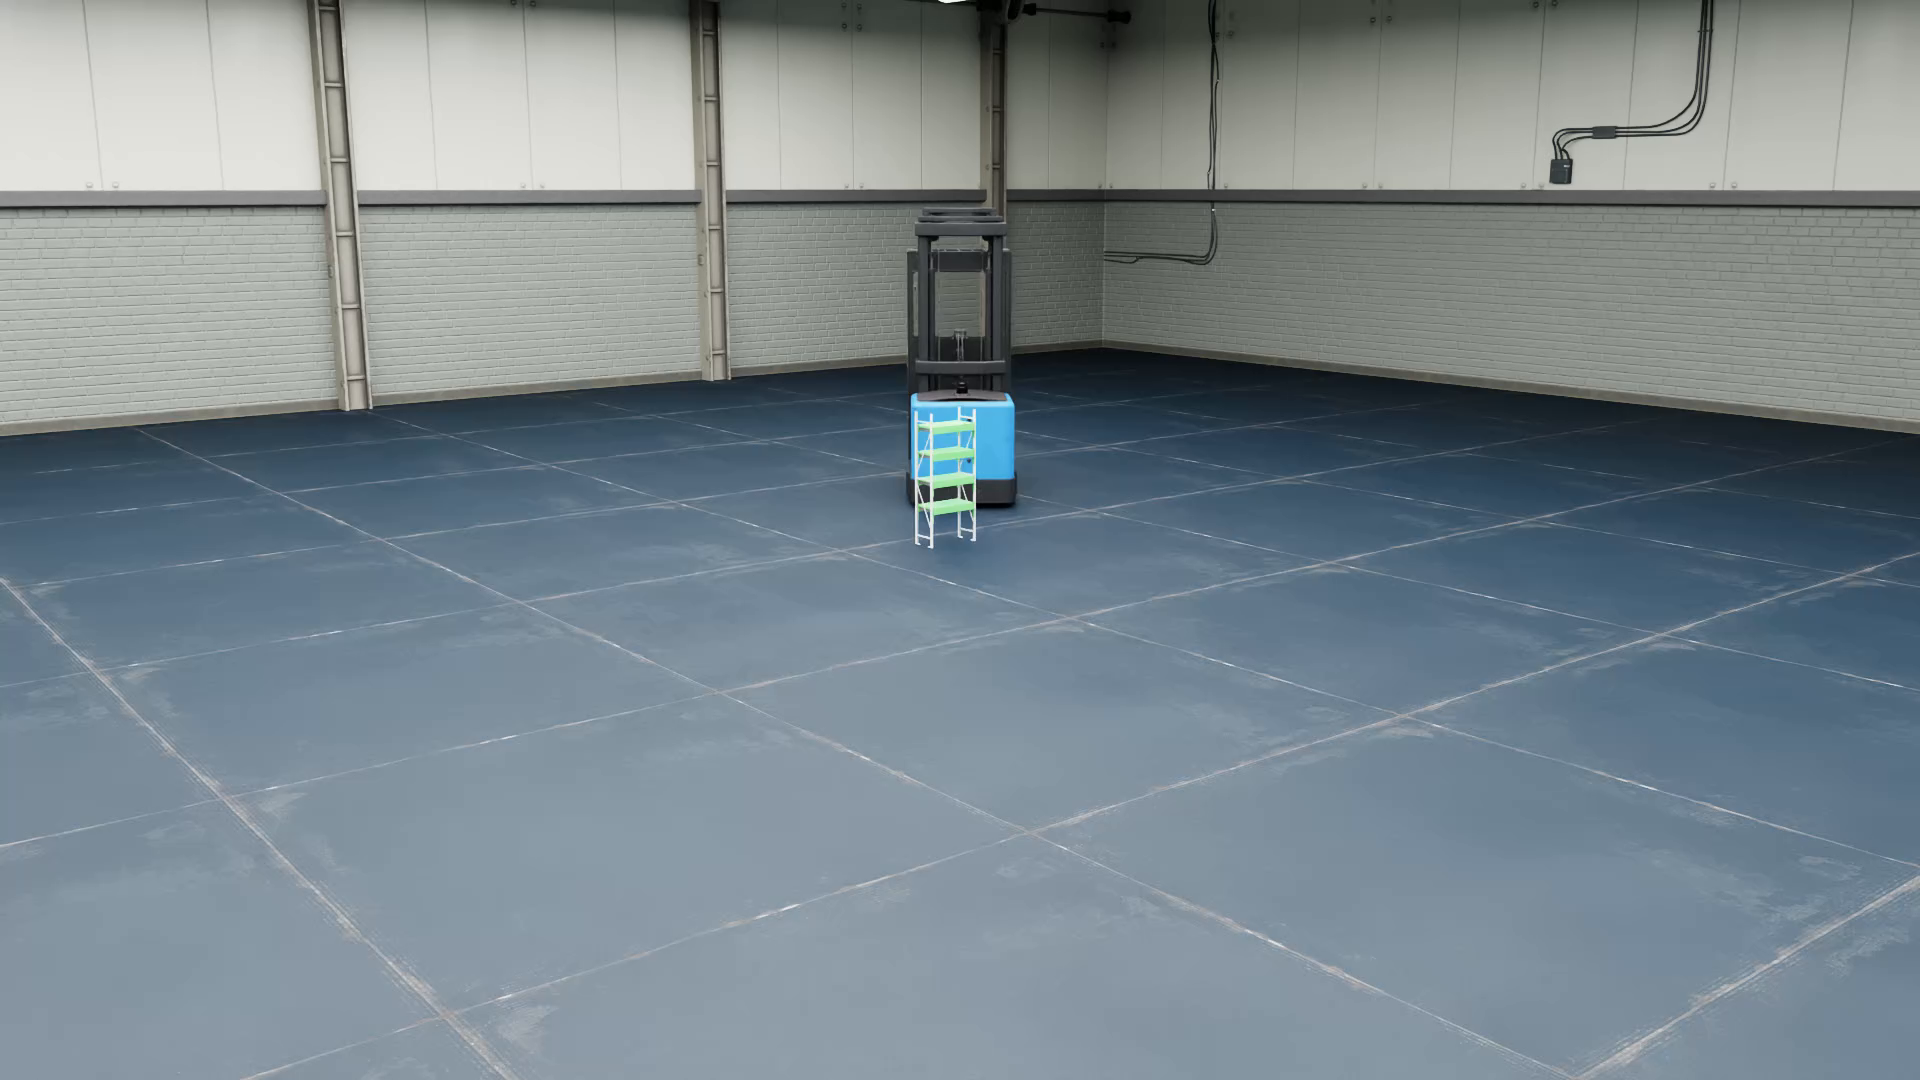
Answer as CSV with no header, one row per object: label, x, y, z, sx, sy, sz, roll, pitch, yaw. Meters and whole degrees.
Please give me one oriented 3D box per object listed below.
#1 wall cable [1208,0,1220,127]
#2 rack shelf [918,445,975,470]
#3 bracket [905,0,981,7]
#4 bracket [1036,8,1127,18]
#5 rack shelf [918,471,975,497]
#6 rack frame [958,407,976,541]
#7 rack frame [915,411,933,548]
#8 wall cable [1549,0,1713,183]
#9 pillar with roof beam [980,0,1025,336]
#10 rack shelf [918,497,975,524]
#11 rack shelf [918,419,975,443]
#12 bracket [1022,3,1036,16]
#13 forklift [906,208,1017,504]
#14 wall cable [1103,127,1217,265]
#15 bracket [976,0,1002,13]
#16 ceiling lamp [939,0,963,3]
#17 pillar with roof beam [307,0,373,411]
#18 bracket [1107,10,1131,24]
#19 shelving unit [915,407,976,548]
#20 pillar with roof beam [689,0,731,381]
wall cable,5.431,-8.544,29.018,0.112,2.526,3.097,-9,15,-38
rack shelf,-0.129,-0.738,14.866,0.480,0.148,0.258,-9,15,-38
bracket,-1.500,-9.178,28.023,4.783,0.066,0.076,-9,15,-38
bracket,2.550,-9.851,31.192,3.189,0.066,0.076,-9,15,-38
rack shelf,-0.129,-0.503,14.916,0.480,0.148,0.258,-9,15,-38
rack frame,0.061,-0.597,15.052,0.015,1.200,0.240,-9,15,-38
rack frame,-0.320,-0.534,14.754,0.015,1.200,0.240,-9,15,-38
wall cable,9.659,-8.153,23.672,0.169,6.003,2.305,-9,15,-38
pillar with roof beam,3.304,-7.165,27.208,0.548,9.000,9.100,-9,15,-38
rack shelf,-0.129,-0.268,14.966,0.480,0.148,0.258,-9,15,-38
rack shelf,-0.129,-0.972,14.817,0.480,0.148,0.258,-9,15,-38
bracket,1.161,-9.620,30.104,0.430,0.232,0.235,-9,15,-38
forklift,-0.016,-2.039,17.675,1.130,2.935,3.031,0,12,-2
wall cable,3.741,-6.512,31.609,0.112,2.526,3.097,-9,15,-38
bracket,0.512,-9.513,29.597,0.430,0.232,0.235,-9,15,-38
ceiling lamp,0.564,-9.447,23.900,0.800,3.185,2.000,-9,15,-38
pillar with roof beam,-6.066,-5.608,19.875,0.400,9.000,9.100,-9,15,-38
bracket,3.011,-9.928,31.553,0.430,0.232,0.235,-9,15,-38
shelving unit,-0.129,-0.565,14.903,0.503,1.200,0.258,-9,15,-38
pillar with roof beam,-1.381,-6.387,23.541,0.548,9.000,9.100,-9,15,-38
